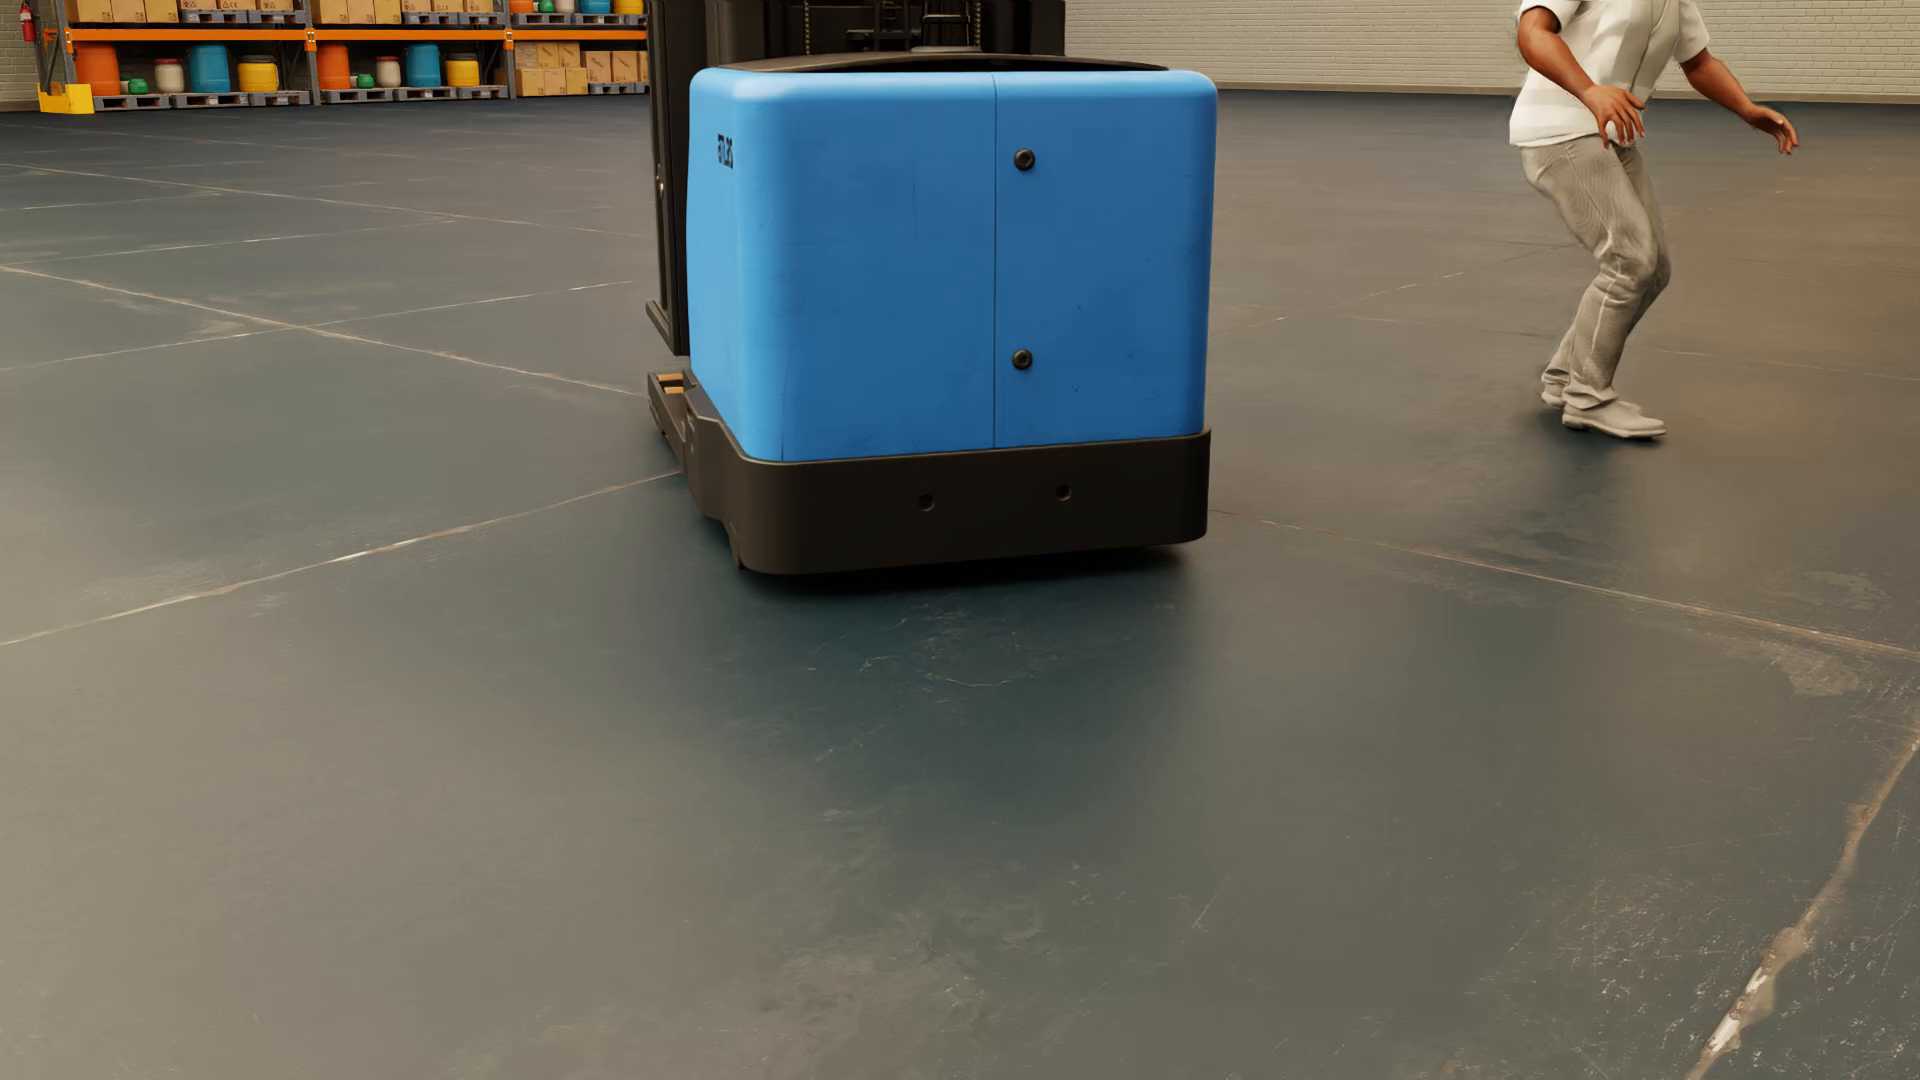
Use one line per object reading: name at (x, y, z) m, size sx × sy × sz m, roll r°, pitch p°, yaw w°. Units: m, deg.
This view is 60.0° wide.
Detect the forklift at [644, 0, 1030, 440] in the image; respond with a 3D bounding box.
forklift at (-0.325, -1.717, 4.551) m, size 1.121 × 2.935 × 3.031 m, roll -5°, pitch 17°, yaw -15°

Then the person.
person at (1.986, -1.137, 4.840) m, size 0.679 × 1.708 × 0.823 m, roll 16°, pitch 23°, yaw 42°
